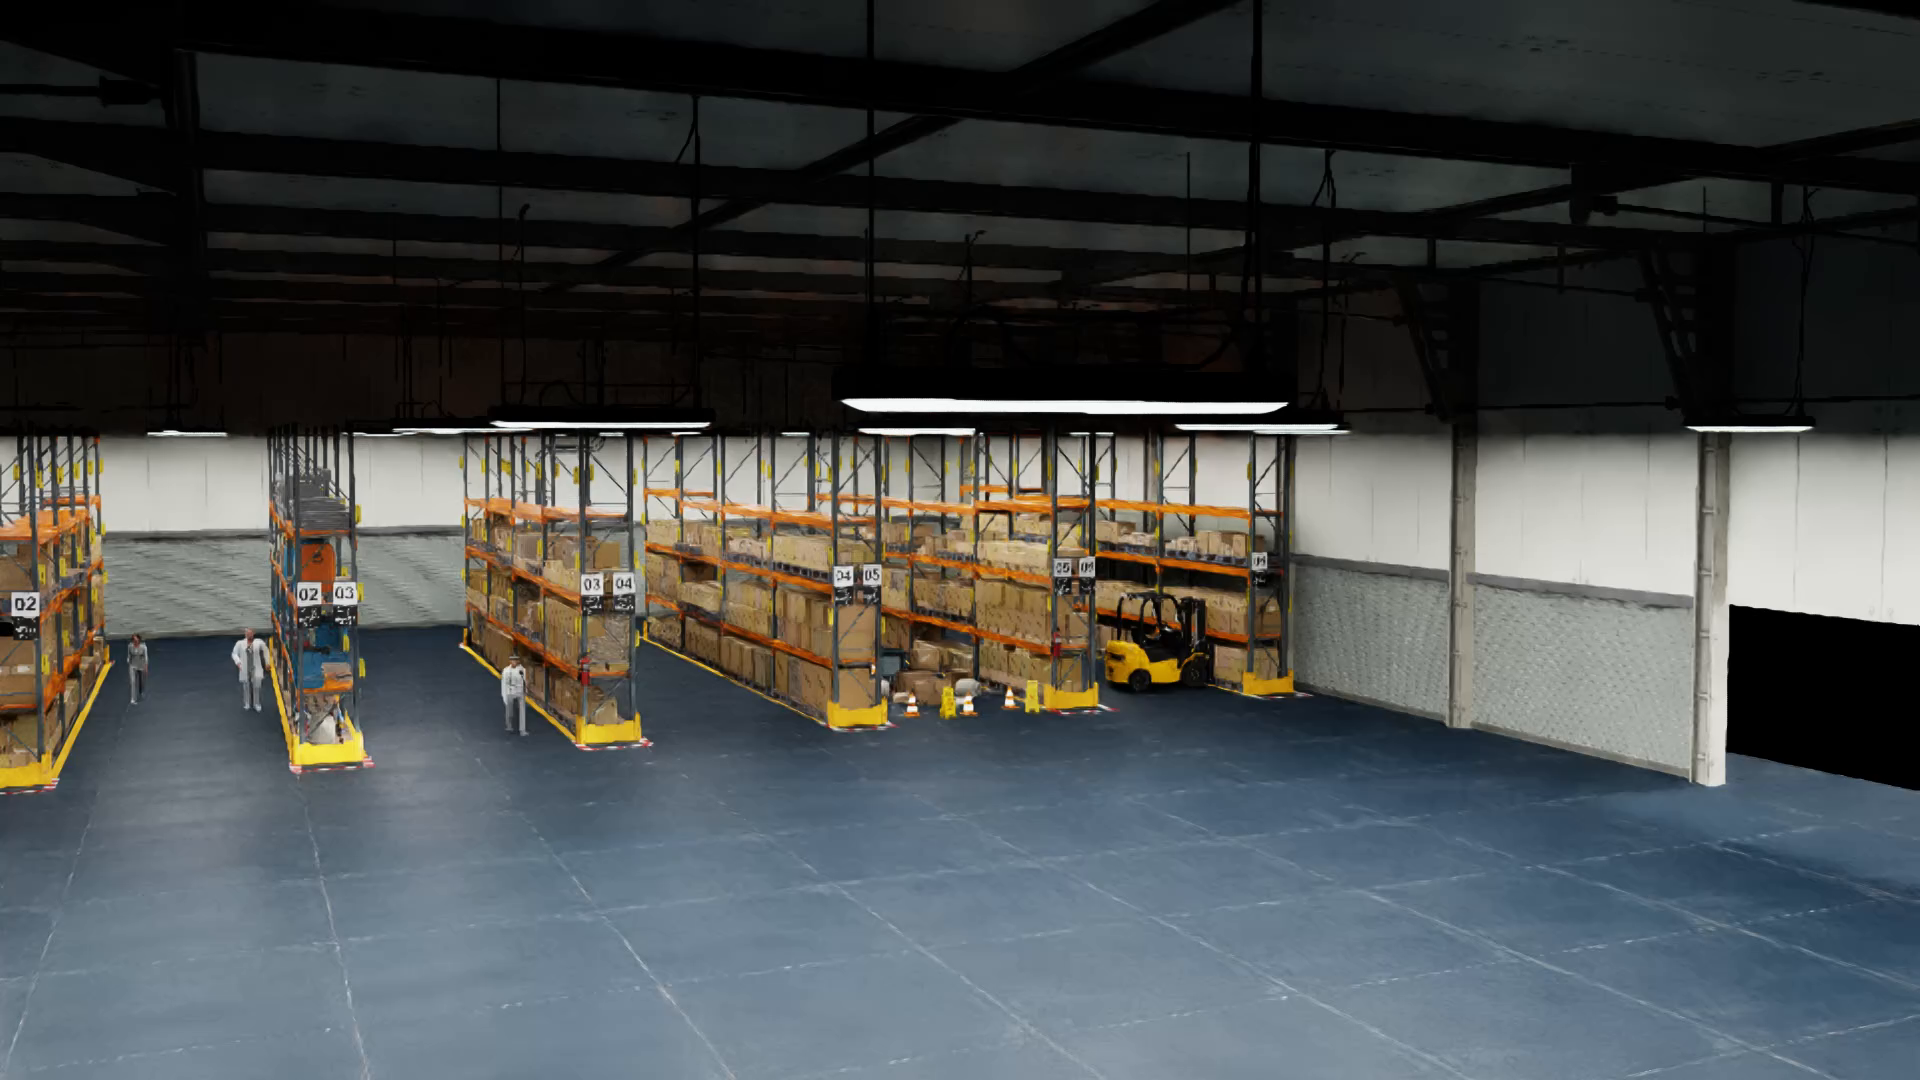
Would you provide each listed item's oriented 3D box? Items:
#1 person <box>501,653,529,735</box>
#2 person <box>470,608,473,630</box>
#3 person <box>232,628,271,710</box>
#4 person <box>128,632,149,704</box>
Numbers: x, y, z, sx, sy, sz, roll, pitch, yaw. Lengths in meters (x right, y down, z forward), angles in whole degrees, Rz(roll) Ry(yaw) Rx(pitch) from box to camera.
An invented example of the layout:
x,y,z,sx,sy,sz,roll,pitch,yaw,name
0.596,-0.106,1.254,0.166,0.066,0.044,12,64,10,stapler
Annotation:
x,y,z,sx,sy,sz,roll,pitch,yaw,name
-8.601,2.948,32.086,0.495,1.589,1.086,-1,4,-22,person
-14.396,1.842,49.919,0.584,1.661,0.978,0,3,-3,person
-14.959,2.762,35.104,0.743,1.634,0.748,-1,4,-20,person
-17.817,2.757,36.060,0.416,1.512,1.034,-2,4,-25,person
